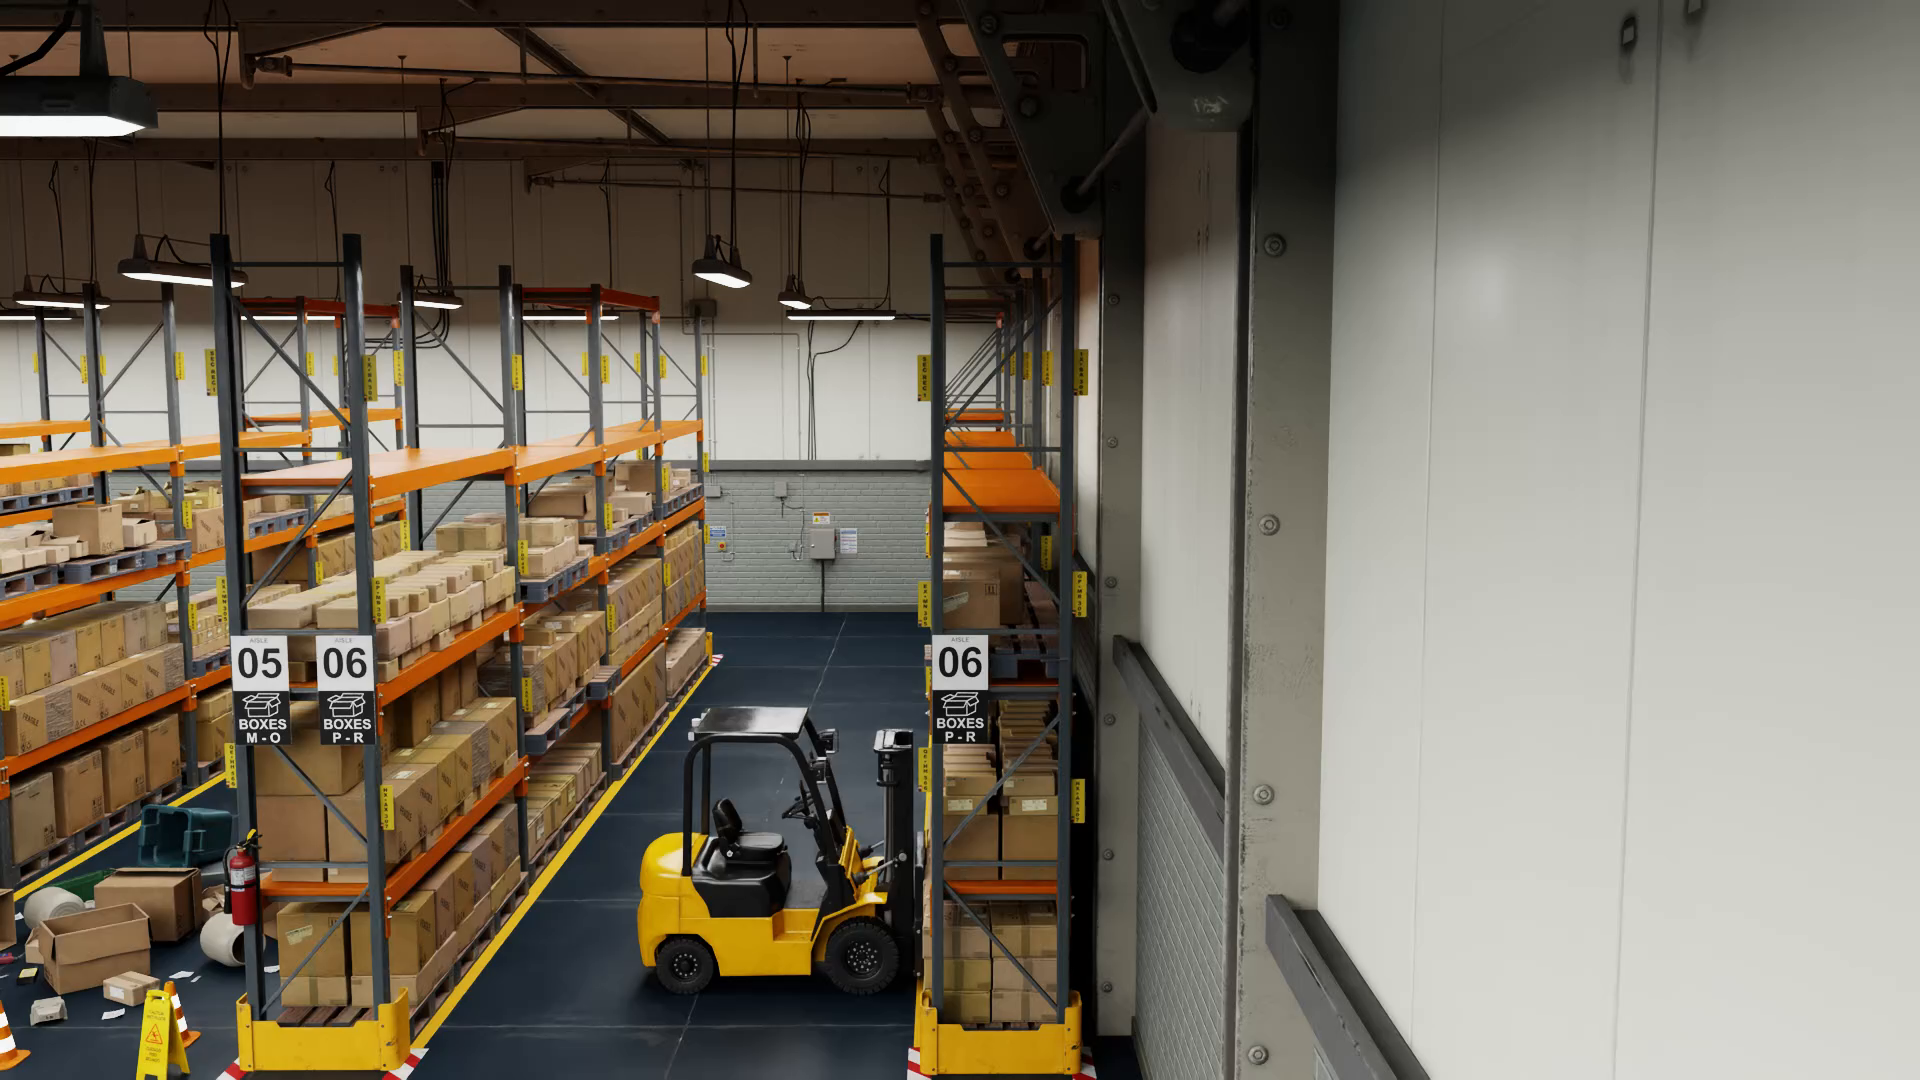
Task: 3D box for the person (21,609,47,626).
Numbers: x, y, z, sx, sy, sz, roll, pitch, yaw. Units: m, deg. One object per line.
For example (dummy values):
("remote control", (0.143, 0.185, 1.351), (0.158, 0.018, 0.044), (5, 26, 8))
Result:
("person", (-12.845, 1.701, 23.312), (0.438, 1.781, 0.644), (-1, 6, -7))
